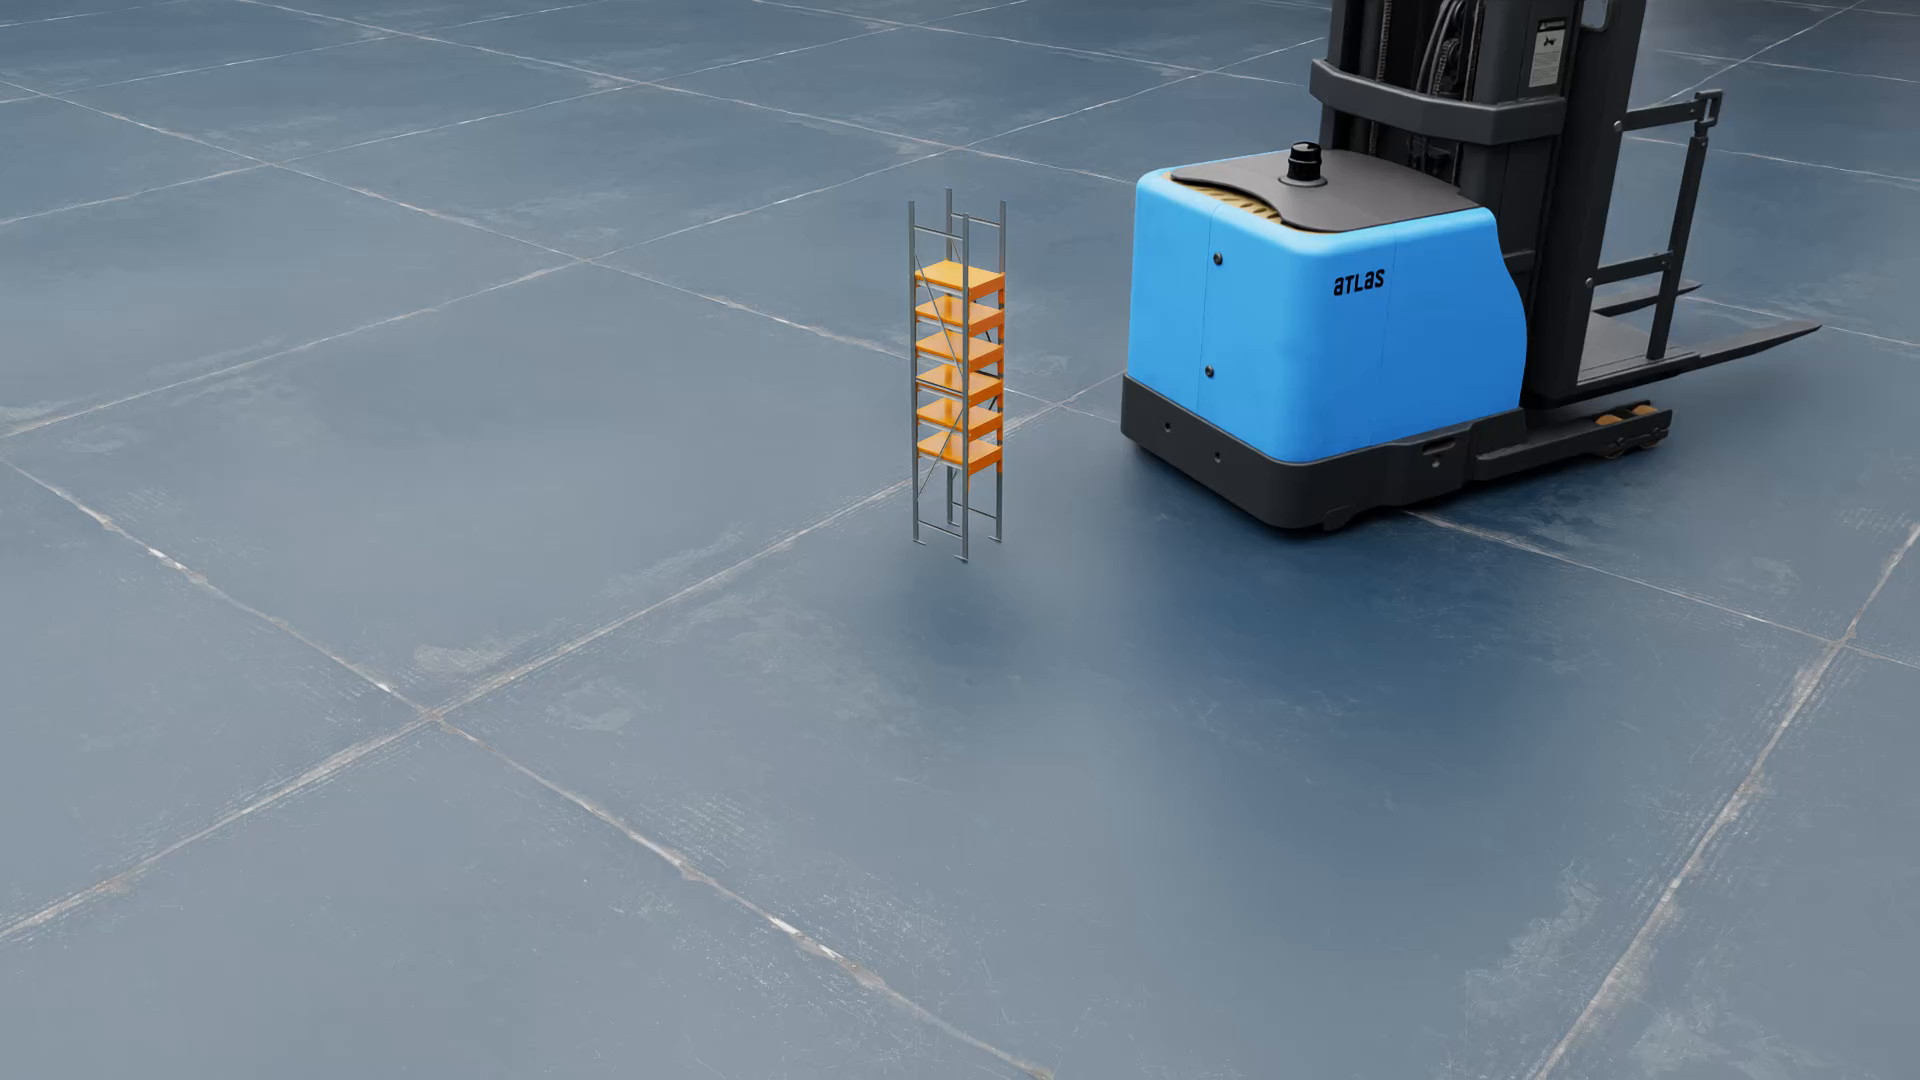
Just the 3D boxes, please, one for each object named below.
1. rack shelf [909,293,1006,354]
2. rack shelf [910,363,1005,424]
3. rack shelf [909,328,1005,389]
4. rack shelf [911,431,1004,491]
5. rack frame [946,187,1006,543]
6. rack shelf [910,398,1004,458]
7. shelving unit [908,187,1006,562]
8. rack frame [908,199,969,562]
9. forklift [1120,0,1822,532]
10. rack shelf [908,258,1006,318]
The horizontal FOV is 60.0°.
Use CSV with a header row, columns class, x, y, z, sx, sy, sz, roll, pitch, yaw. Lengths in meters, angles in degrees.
class,x,y,z,sx,sy,sz,roll,pitch,yaw
rack shelf,-0.009,-0.701,5.375,0.258,0.103,0.180,21,34,34
rack shelf,-0.009,-0.488,5.485,0.258,0.103,0.180,21,34,34
rack shelf,-0.009,-0.595,5.430,0.258,0.103,0.180,21,34,34
rack shelf,-0.009,-0.275,5.595,0.258,0.103,0.180,21,34,34
rack frame,0.049,-0.560,5.527,0.240,1.200,0.006,21,34,34
rack shelf,-0.009,-0.382,5.540,0.258,0.103,0.180,21,34,34
shelving unit,-0.009,-0.528,5.464,0.258,1.200,0.189,21,34,34
rack frame,-0.067,-0.495,5.402,0.240,1.200,0.006,21,34,34
forklift,2.158,-1.808,6.054,3.031,2.935,1.130,-14,31,-26
rack shelf,-0.009,-0.808,5.319,0.258,0.103,0.180,21,34,34
